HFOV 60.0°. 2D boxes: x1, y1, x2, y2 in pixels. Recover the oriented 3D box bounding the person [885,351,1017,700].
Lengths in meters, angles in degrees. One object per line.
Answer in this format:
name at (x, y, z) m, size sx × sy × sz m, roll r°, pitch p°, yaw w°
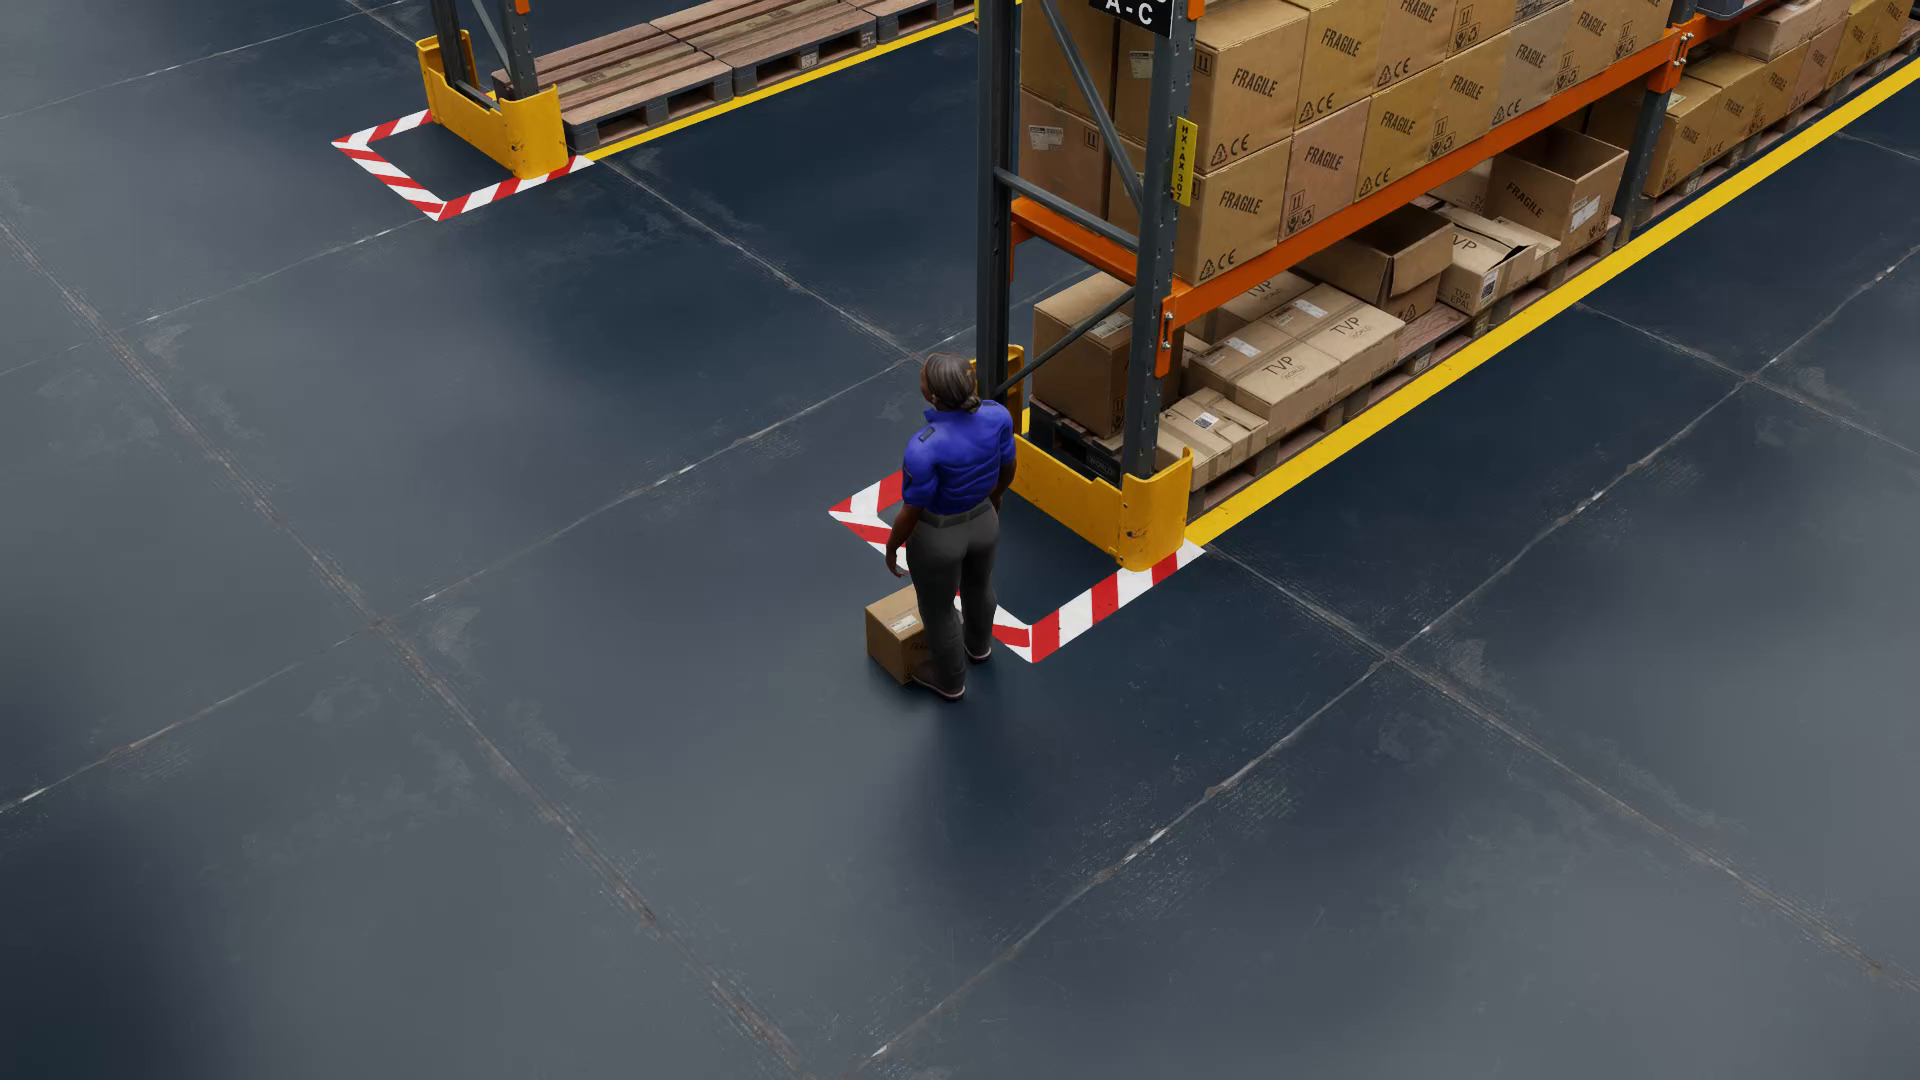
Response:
person at (-0.068, -0.079, 6.241) m, size 0.569 × 1.654 × 0.504 m, roll -26°, pitch 46°, yaw -27°
